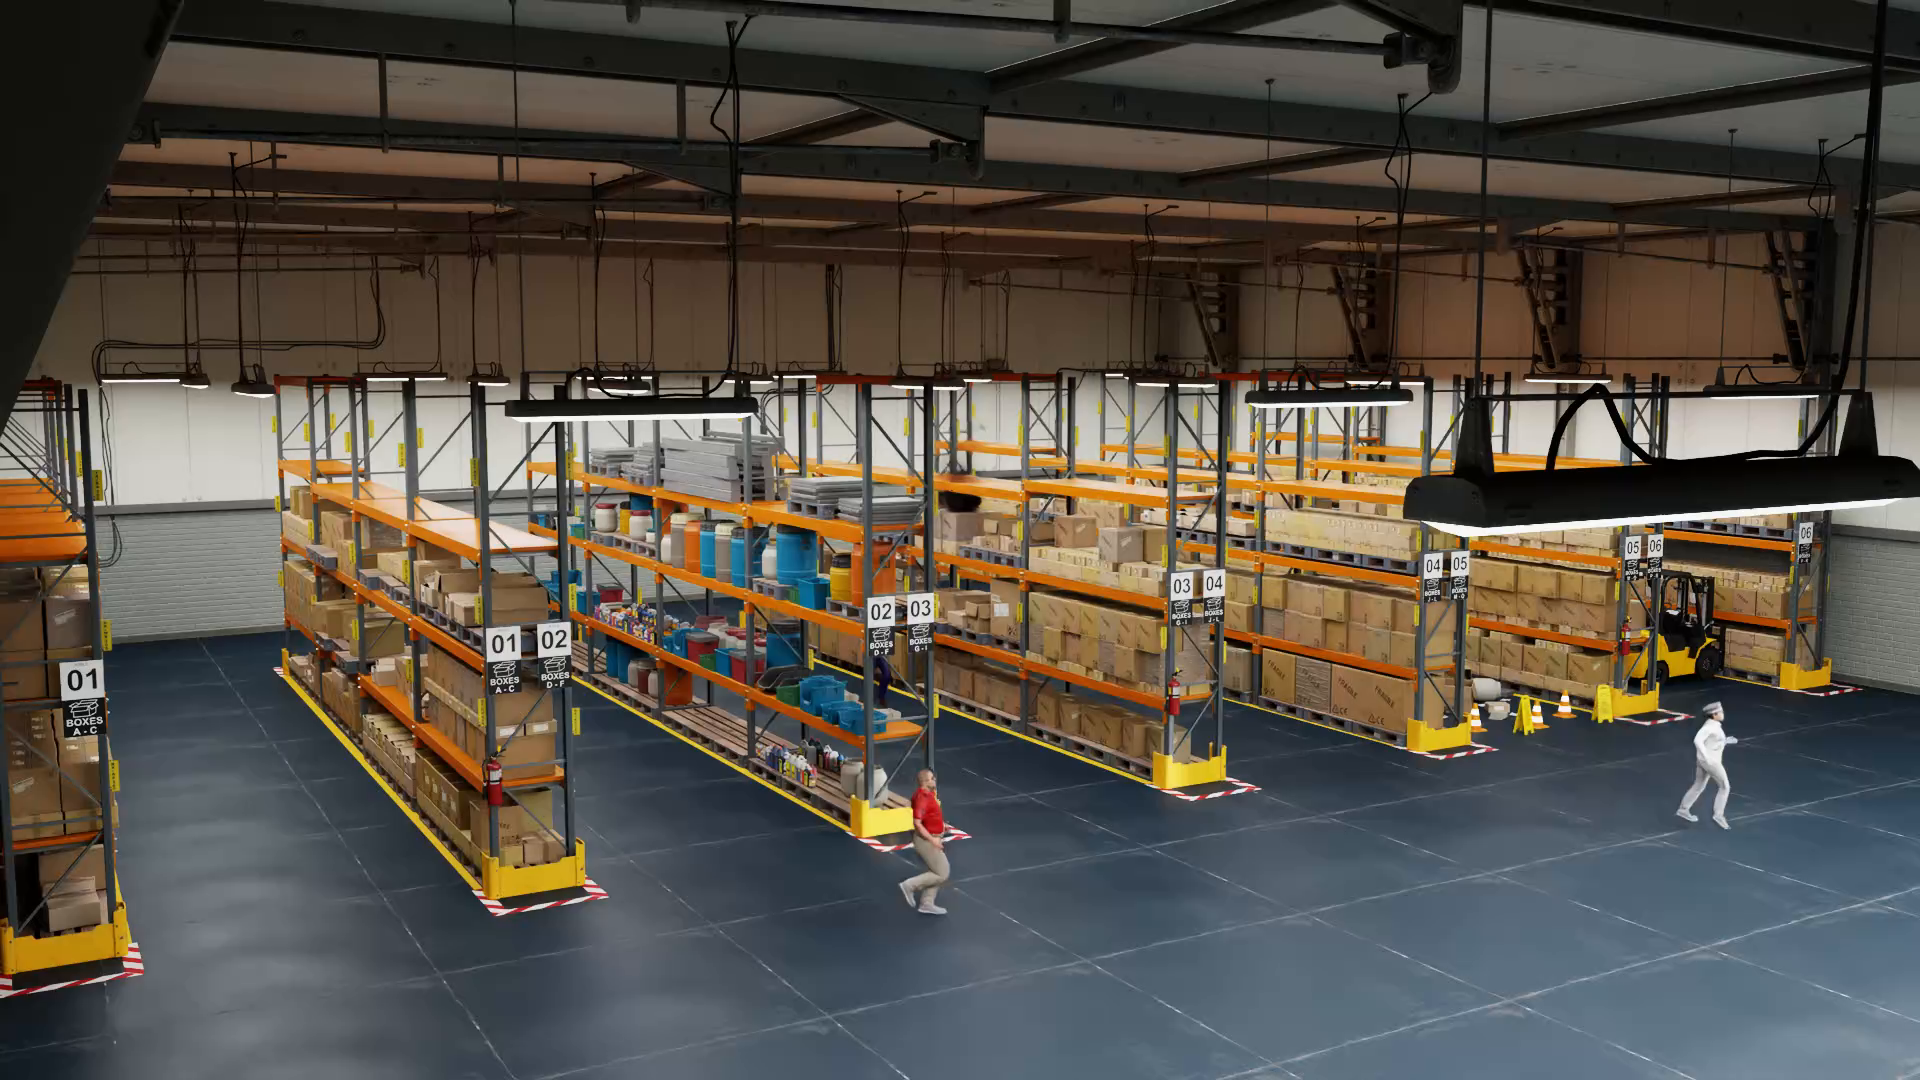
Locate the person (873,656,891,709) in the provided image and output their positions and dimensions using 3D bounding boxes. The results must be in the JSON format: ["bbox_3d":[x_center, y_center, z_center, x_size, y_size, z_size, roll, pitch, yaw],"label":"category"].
[{"bbox_3d":[-1.423,2.099,29.014,0.586,1.729,0.650,-5,8,-40],"label":"person"}]

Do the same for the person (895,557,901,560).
[{"bbox_3d":[-1.764,1.024,40.409,0.732,1.767,0.908,3,7,28],"label":"person"}]

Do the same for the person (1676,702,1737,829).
[{"bbox_3d":[10.128,3.044,22.536,0.749,1.761,0.580,1,6,10],"label":"person"}]

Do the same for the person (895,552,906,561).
[{"bbox_3d":[-1.567,1.021,41.542,0.473,1.574,0.814,-5,8,-39],"label":"person"}]

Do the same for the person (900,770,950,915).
[{"bbox_3d":[-0.365,3.437,18.921,0.527,1.678,0.671,-1,6,-6],"label":"person"}]
